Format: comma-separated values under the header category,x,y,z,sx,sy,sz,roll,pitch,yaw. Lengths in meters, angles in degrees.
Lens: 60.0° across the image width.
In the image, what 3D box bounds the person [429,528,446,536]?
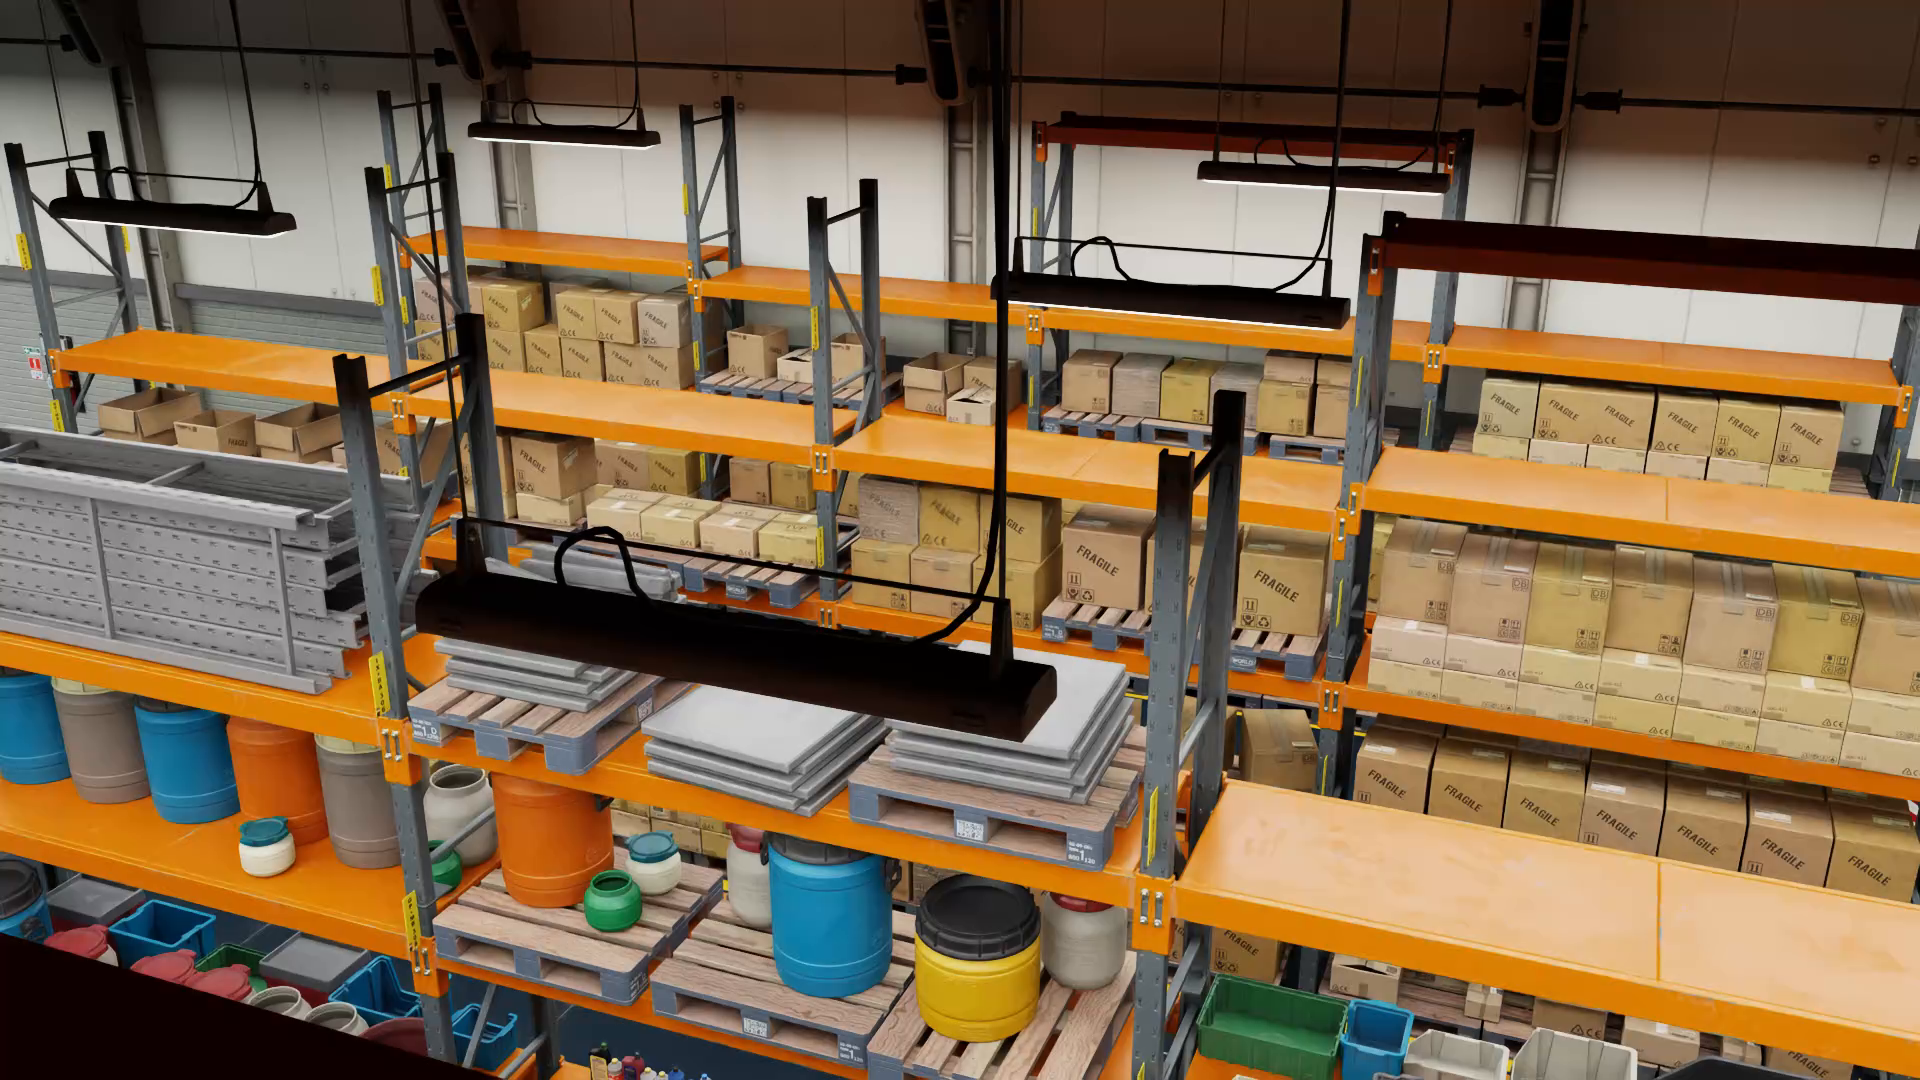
category,x,y,z,sx,sy,sz,roll,pitch,yaw
person,-5.765,0.603,18.479,1.047,1.609,0.477,-4,21,-10
